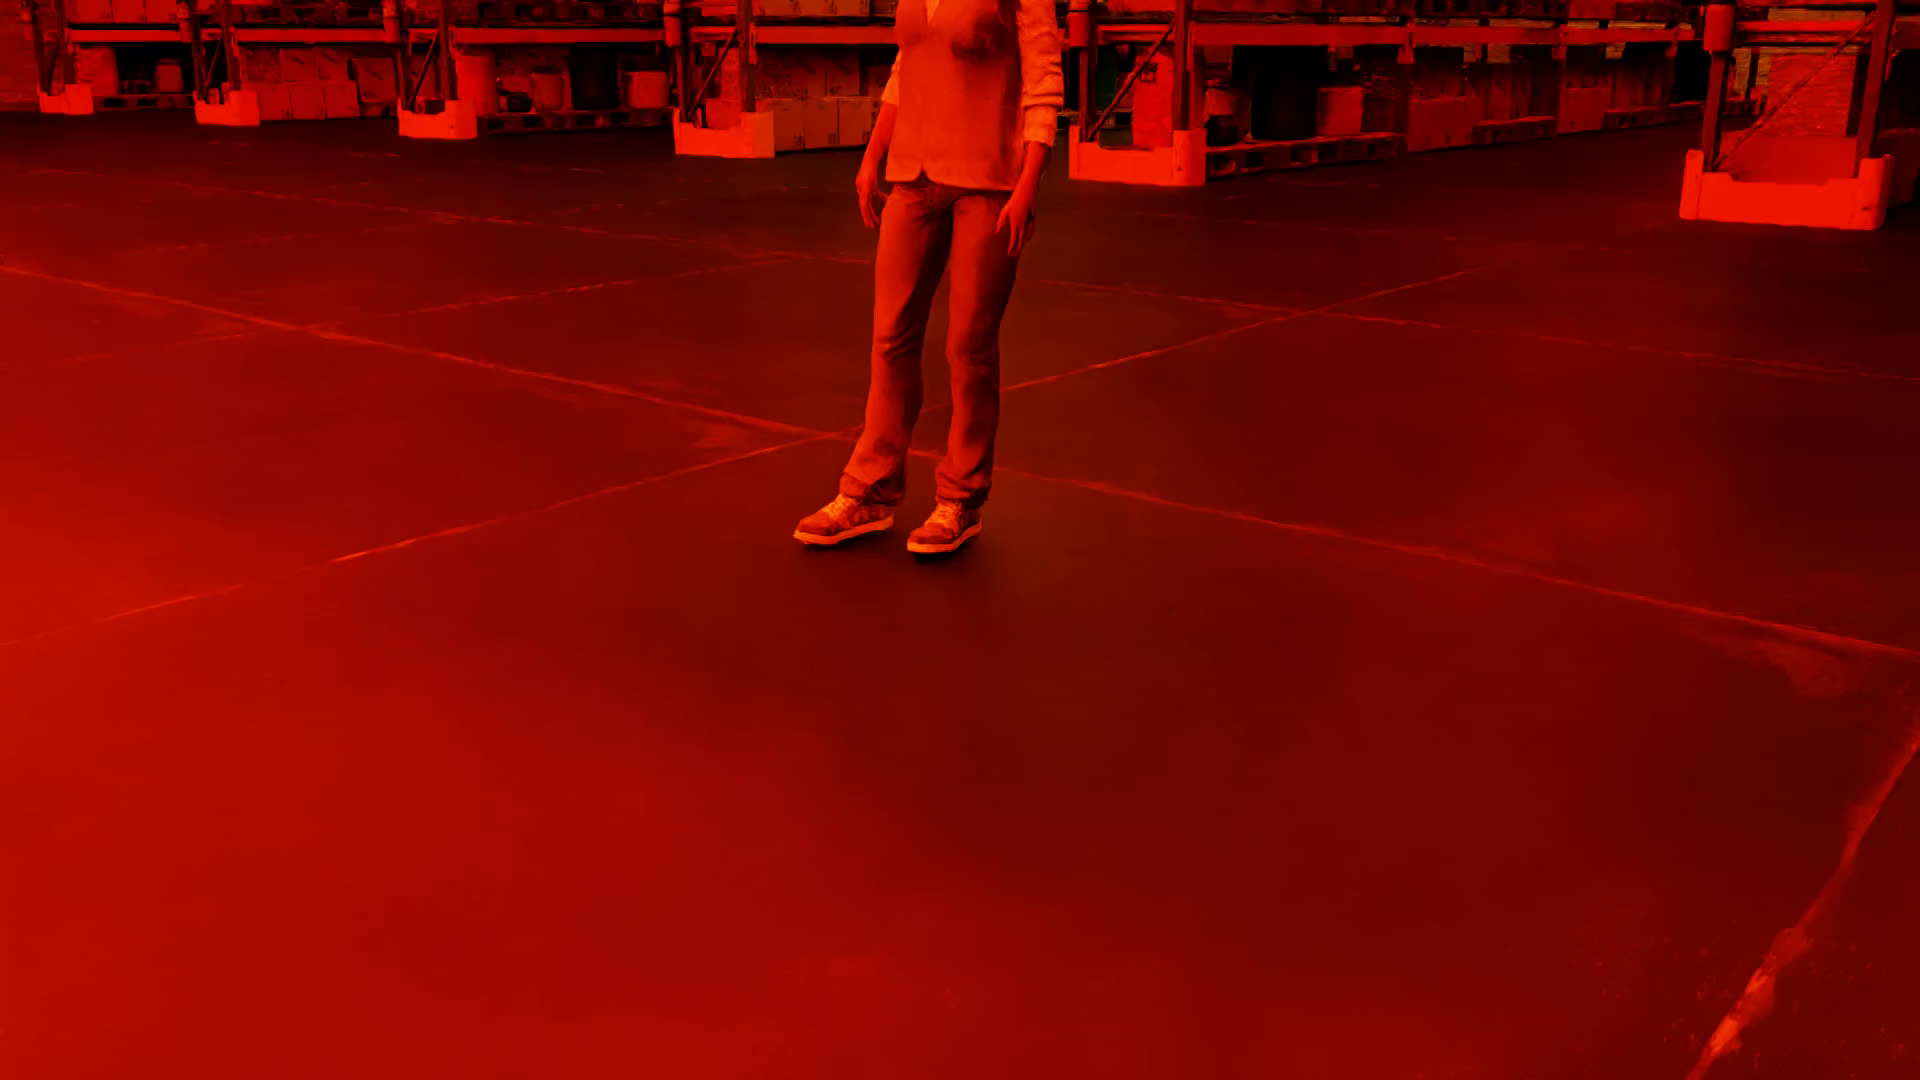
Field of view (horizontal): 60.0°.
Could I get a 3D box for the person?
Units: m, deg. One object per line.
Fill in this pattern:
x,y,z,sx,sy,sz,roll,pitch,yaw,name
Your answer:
-0.058,-0.757,3.662,0.521,1.597,0.474,13,21,37,person
